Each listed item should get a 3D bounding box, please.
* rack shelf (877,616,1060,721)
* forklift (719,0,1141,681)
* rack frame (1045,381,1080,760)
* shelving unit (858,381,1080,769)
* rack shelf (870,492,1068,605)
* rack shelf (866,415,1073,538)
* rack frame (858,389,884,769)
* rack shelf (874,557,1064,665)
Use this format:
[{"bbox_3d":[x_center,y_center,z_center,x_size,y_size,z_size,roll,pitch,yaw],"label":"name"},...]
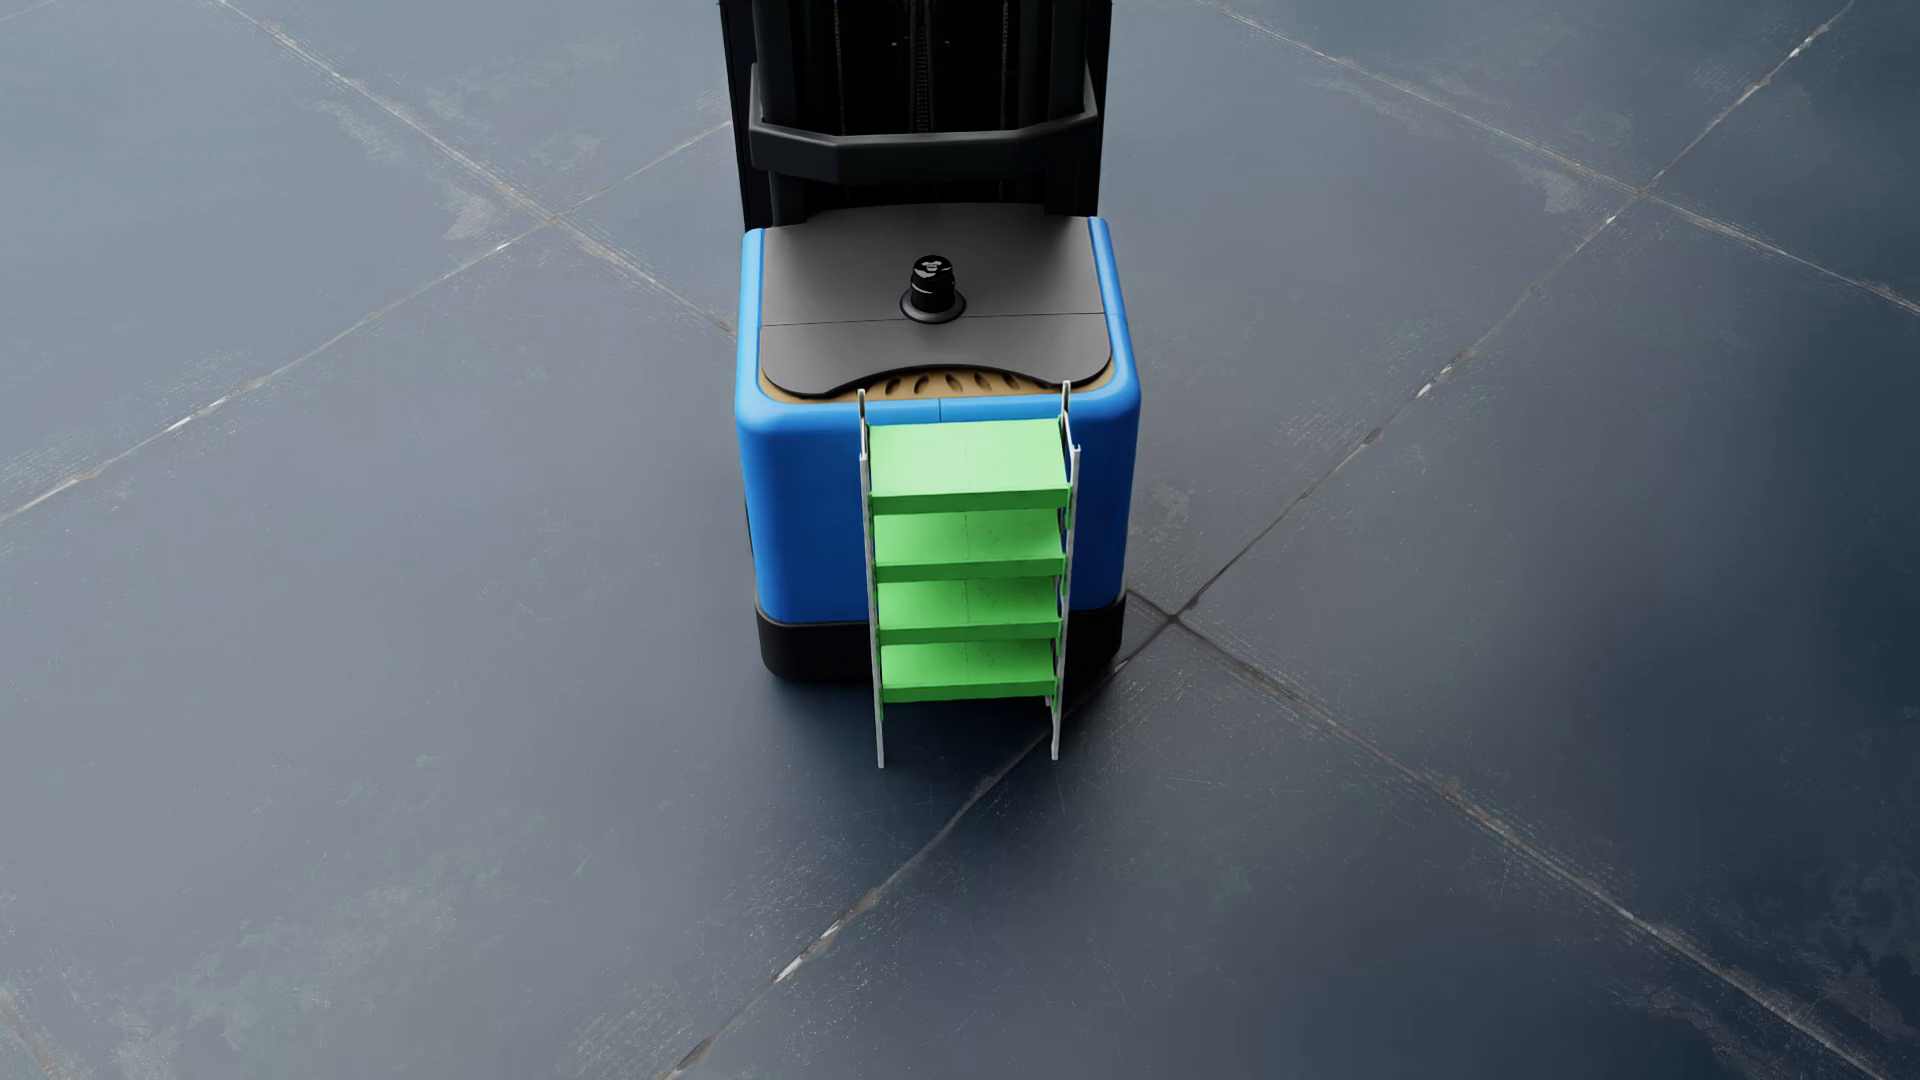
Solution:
[{"bbox_3d":[0.017,0.338,4.526,0.480,0.148,0.258,-3,47,-2],"label":"rack shelf"},{"bbox_3d":[-0.136,-1.670,4.808,1.130,2.935,3.031,-3,47,-2],"label":"forklift"},{"bbox_3d":[0.261,0.120,4.315,0.015,1.200,0.240,-3,47,-2],"label":"rack frame"},{"bbox_3d":[0.017,0.130,4.305,0.503,1.200,0.258,-3,47,-2],"label":"shelving unit"},{"bbox_3d":[0.017,0.010,4.176,0.480,0.148,0.258,-3,47,-2],"label":"rack shelf"},{"bbox_3d":[0.017,-0.154,4.001,0.480,0.148,0.258,-3,47,-2],"label":"rack shelf"},{"bbox_3d":[-0.227,0.141,4.295,0.015,1.200,0.240,-3,47,-2],"label":"rack frame"},{"bbox_3d":[0.017,0.174,4.351,0.480,0.148,0.258,-3,47,-2],"label":"rack shelf"}]
